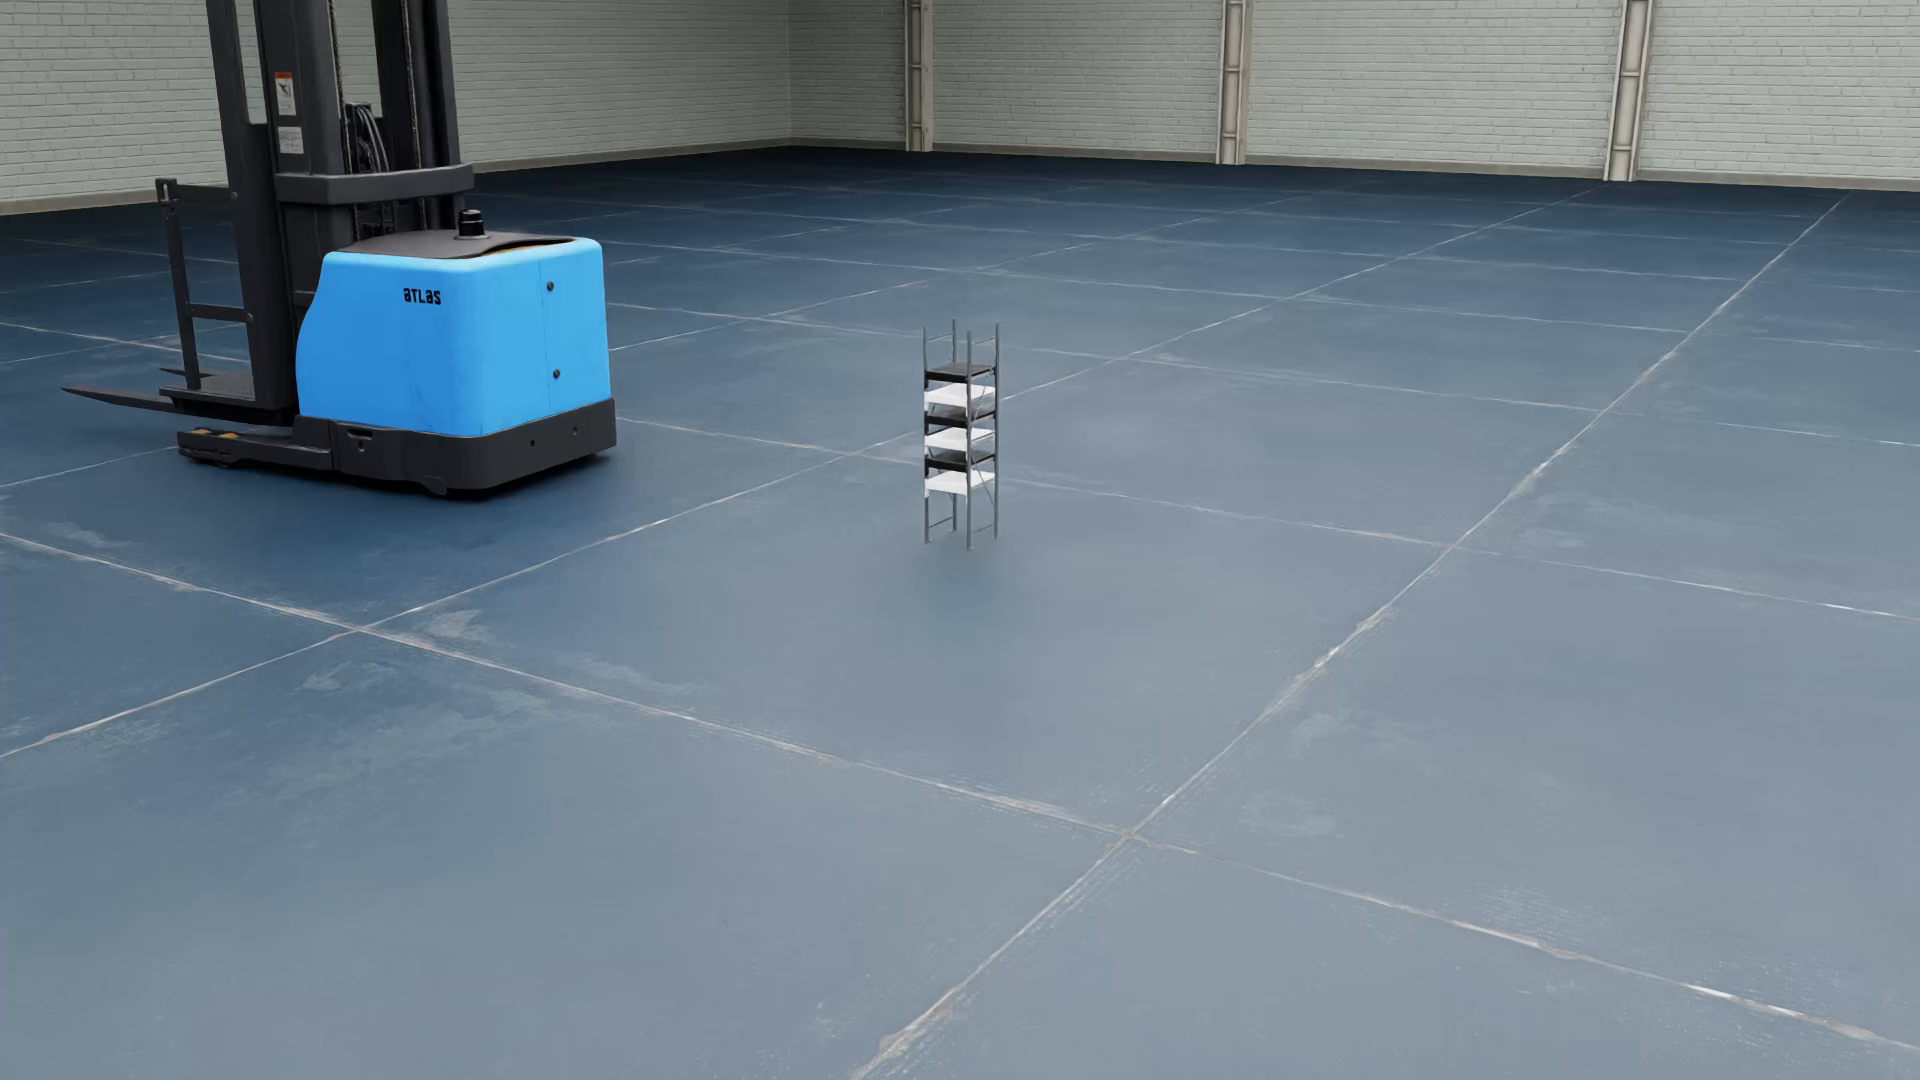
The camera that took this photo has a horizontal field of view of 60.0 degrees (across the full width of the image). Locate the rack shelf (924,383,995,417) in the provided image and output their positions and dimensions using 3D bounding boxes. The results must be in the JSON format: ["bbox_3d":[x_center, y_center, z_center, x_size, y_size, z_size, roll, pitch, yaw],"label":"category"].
[{"bbox_3d":[0.007,-0.570,6.704,0.200,0.077,0.258,10,20,30],"label":"rack shelf"}]

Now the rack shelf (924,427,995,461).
[{"bbox_3d":[0.007,-0.397,6.756,0.200,0.077,0.258,10,20,30],"label":"rack shelf"}]

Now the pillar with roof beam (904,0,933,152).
[{"bbox_3d":[-2.984,-10.244,25.123,0.400,9.000,9.100,10,20,30],"label":"pillar with roof beam"}]

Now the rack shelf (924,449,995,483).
[{"bbox_3d":[0.007,-0.311,6.782,0.200,0.077,0.258,10,20,30],"label":"rack shelf"}]

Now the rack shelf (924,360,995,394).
[{"bbox_3d":[0.007,-0.656,6.678,0.200,0.077,0.258,10,20,30],"label":"rack shelf"}]

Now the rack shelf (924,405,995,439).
[{"bbox_3d":[0.007,-0.484,6.730,0.200,0.077,0.258,10,20,30],"label":"rack shelf"}]

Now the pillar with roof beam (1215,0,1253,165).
[{"bbox_3d":[2.128,-9.331,22.118,0.400,9.000,9.100,10,20,30],"label":"pillar with roof beam"}]

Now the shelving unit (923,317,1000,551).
[{"bbox_3d":[0.007,-0.429,6.746,0.210,0.900,0.258,10,20,30],"label":"shelving unit"}]

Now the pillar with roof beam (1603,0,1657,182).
[{"bbox_3d":[7.241,-8.419,19.114,0.400,9.000,9.100,10,20,30],"label":"pillar with roof beam"}]

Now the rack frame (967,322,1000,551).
[{"bbox_3d":[0.094,-0.414,6.695,0.006,0.900,0.240,10,20,30],"label":"rack frame"}]

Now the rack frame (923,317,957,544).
[{"bbox_3d":[-0.080,-0.445,6.797,0.006,0.900,0.240,10,20,30],"label":"rack frame"}]

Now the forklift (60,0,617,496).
[{"bbox_3d":[-3.239,-1.879,8.024,3.031,2.935,1.130,8,19,26],"label":"forklift"}]

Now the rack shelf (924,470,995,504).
[{"bbox_3d":[0.007,-0.225,6.808,0.200,0.077,0.258,10,20,30],"label":"rack shelf"}]
